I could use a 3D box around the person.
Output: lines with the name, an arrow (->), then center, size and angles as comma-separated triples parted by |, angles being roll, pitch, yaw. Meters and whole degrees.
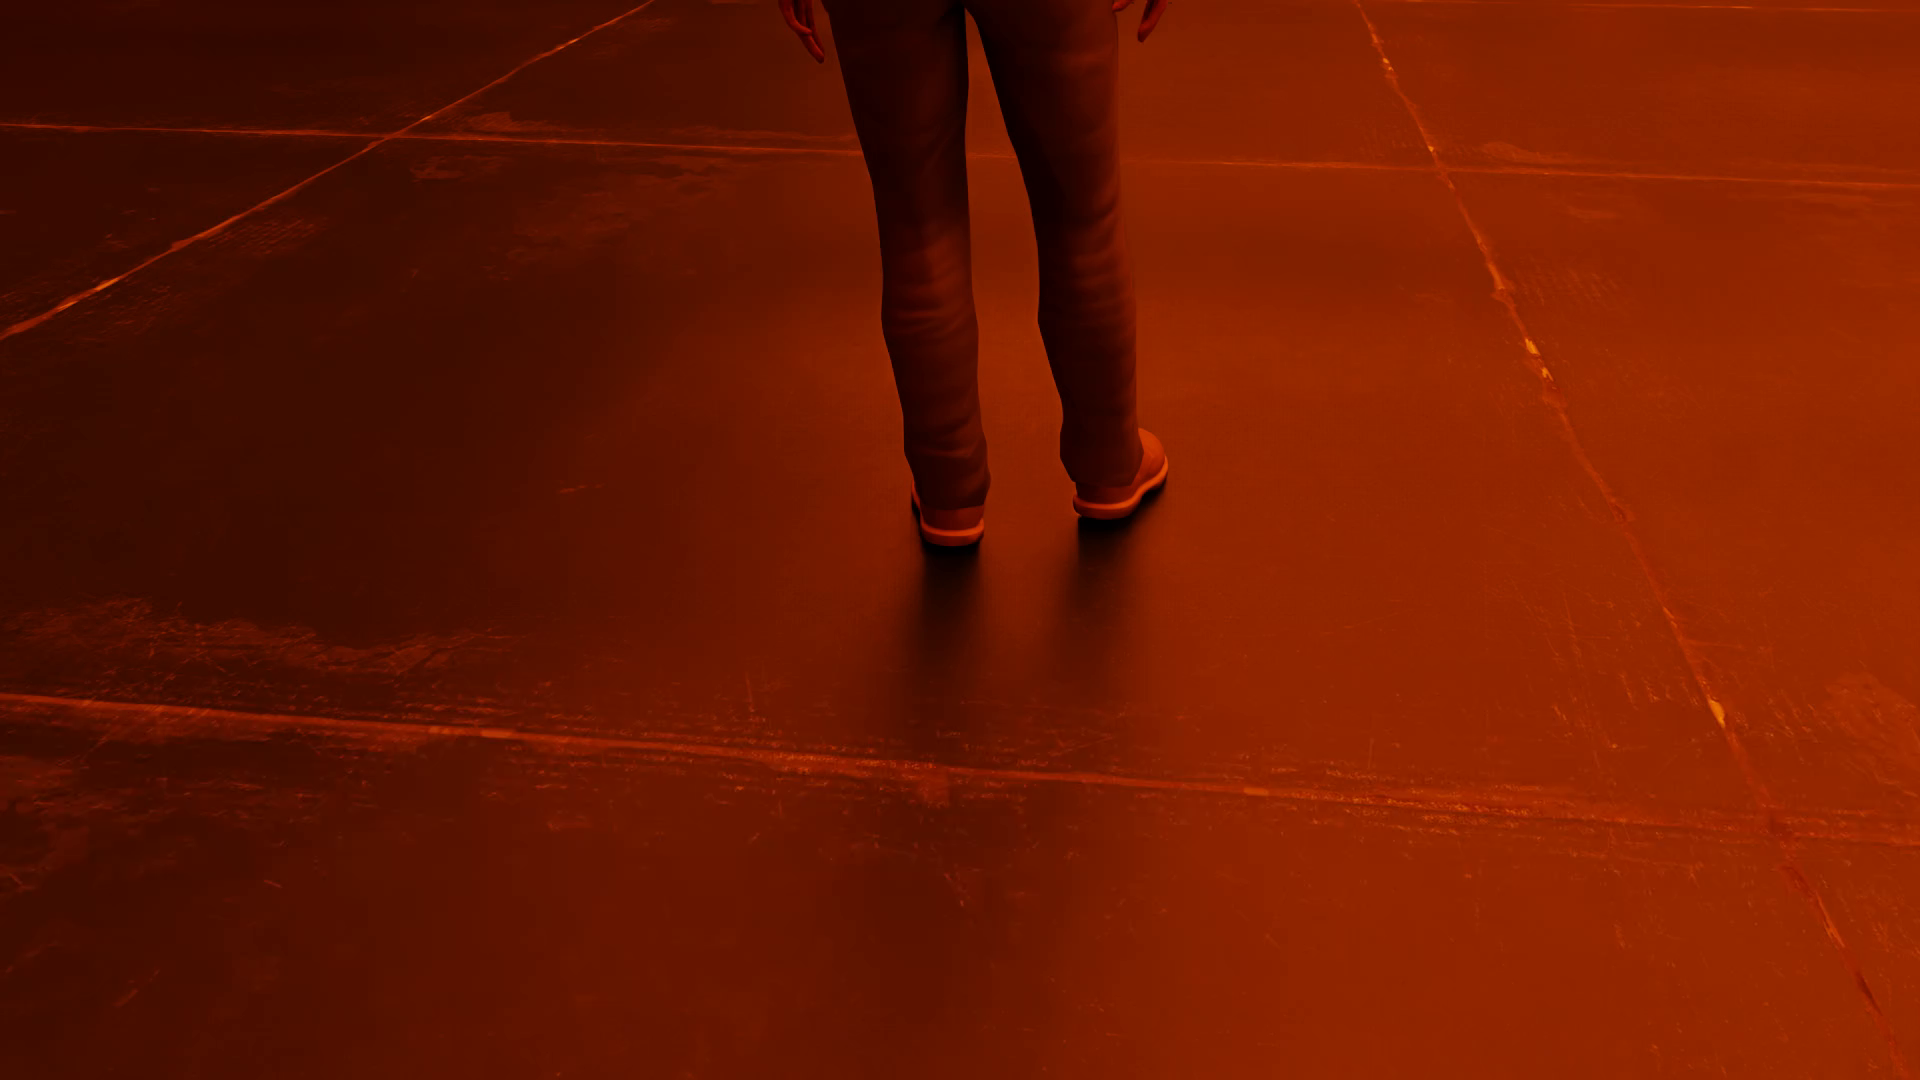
person -> 0.032, -0.785, 2.203 | 0.569, 1.656, 0.503 | 3, 27, 7
